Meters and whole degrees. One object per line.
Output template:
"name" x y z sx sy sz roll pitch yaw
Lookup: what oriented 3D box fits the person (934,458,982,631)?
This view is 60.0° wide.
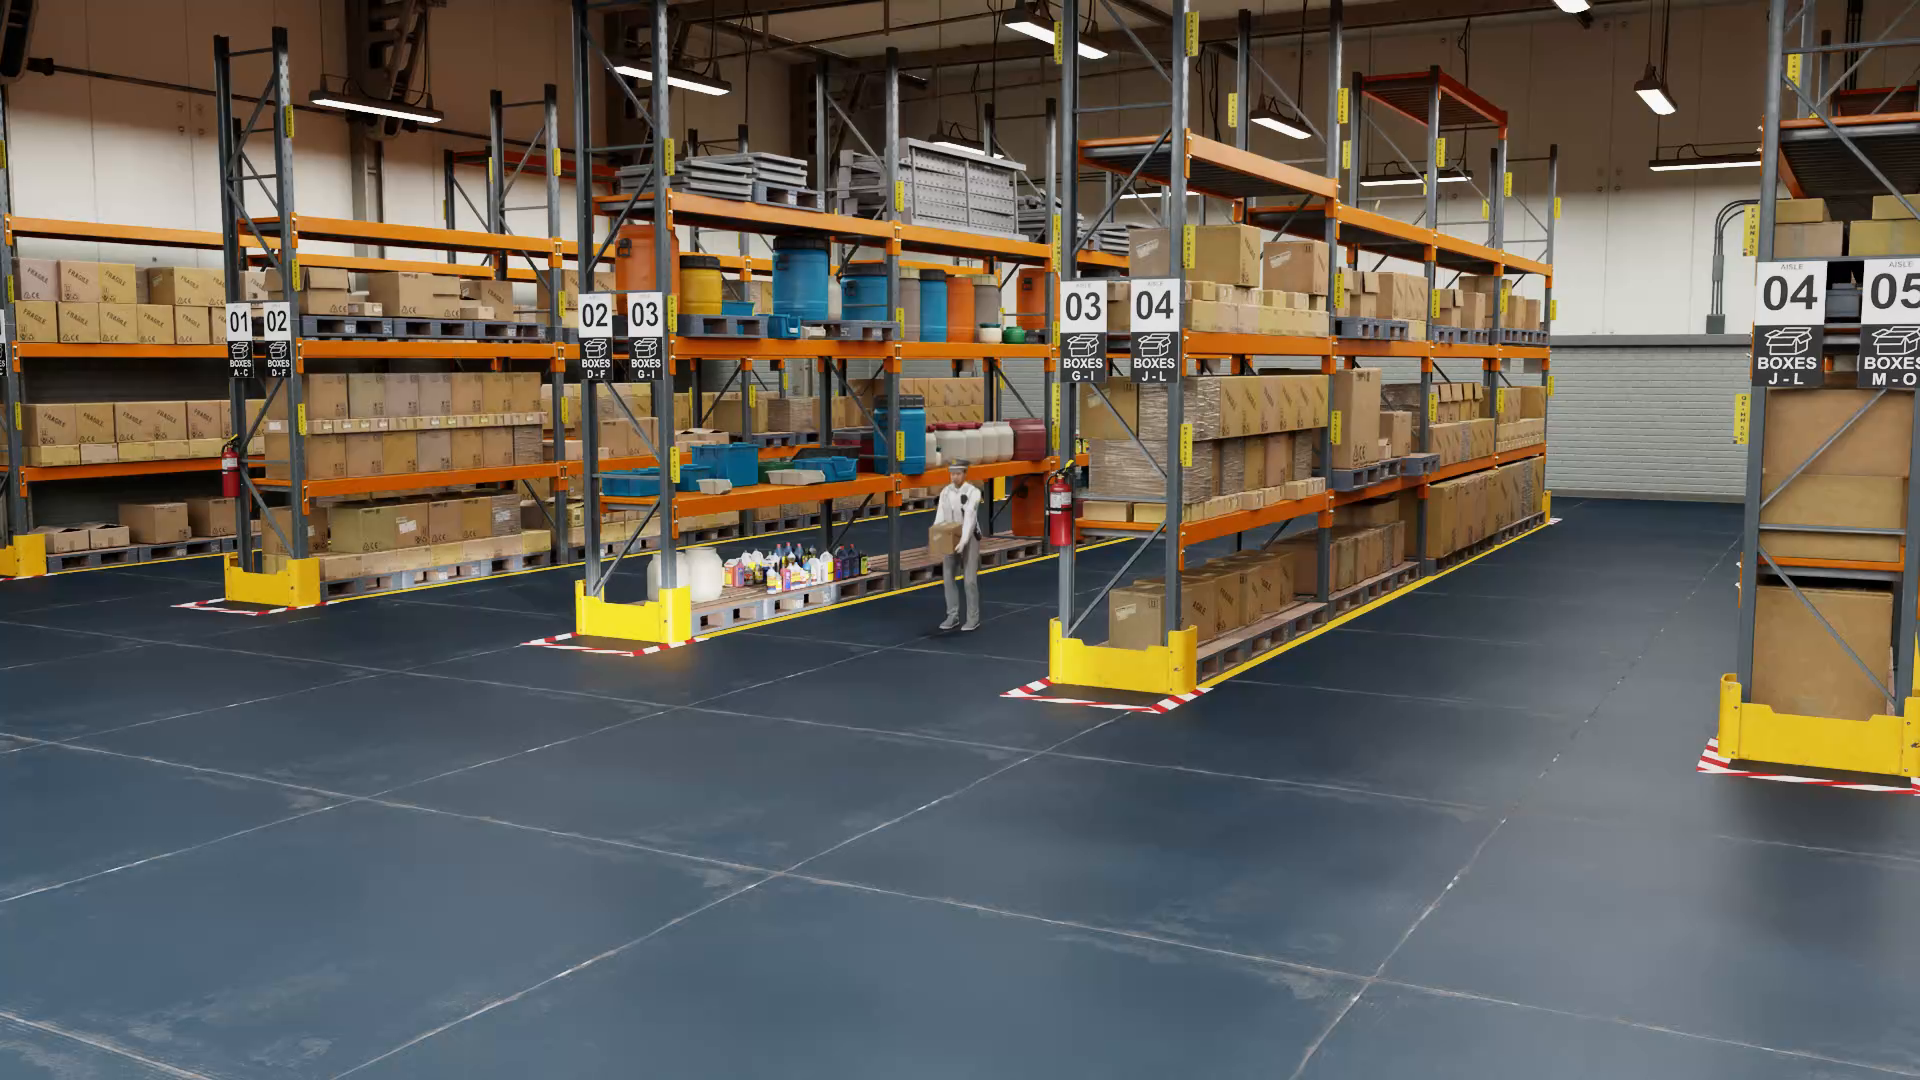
"person" -0.021 0.042 16.011 0.416 1.665 0.541 3 7 27
